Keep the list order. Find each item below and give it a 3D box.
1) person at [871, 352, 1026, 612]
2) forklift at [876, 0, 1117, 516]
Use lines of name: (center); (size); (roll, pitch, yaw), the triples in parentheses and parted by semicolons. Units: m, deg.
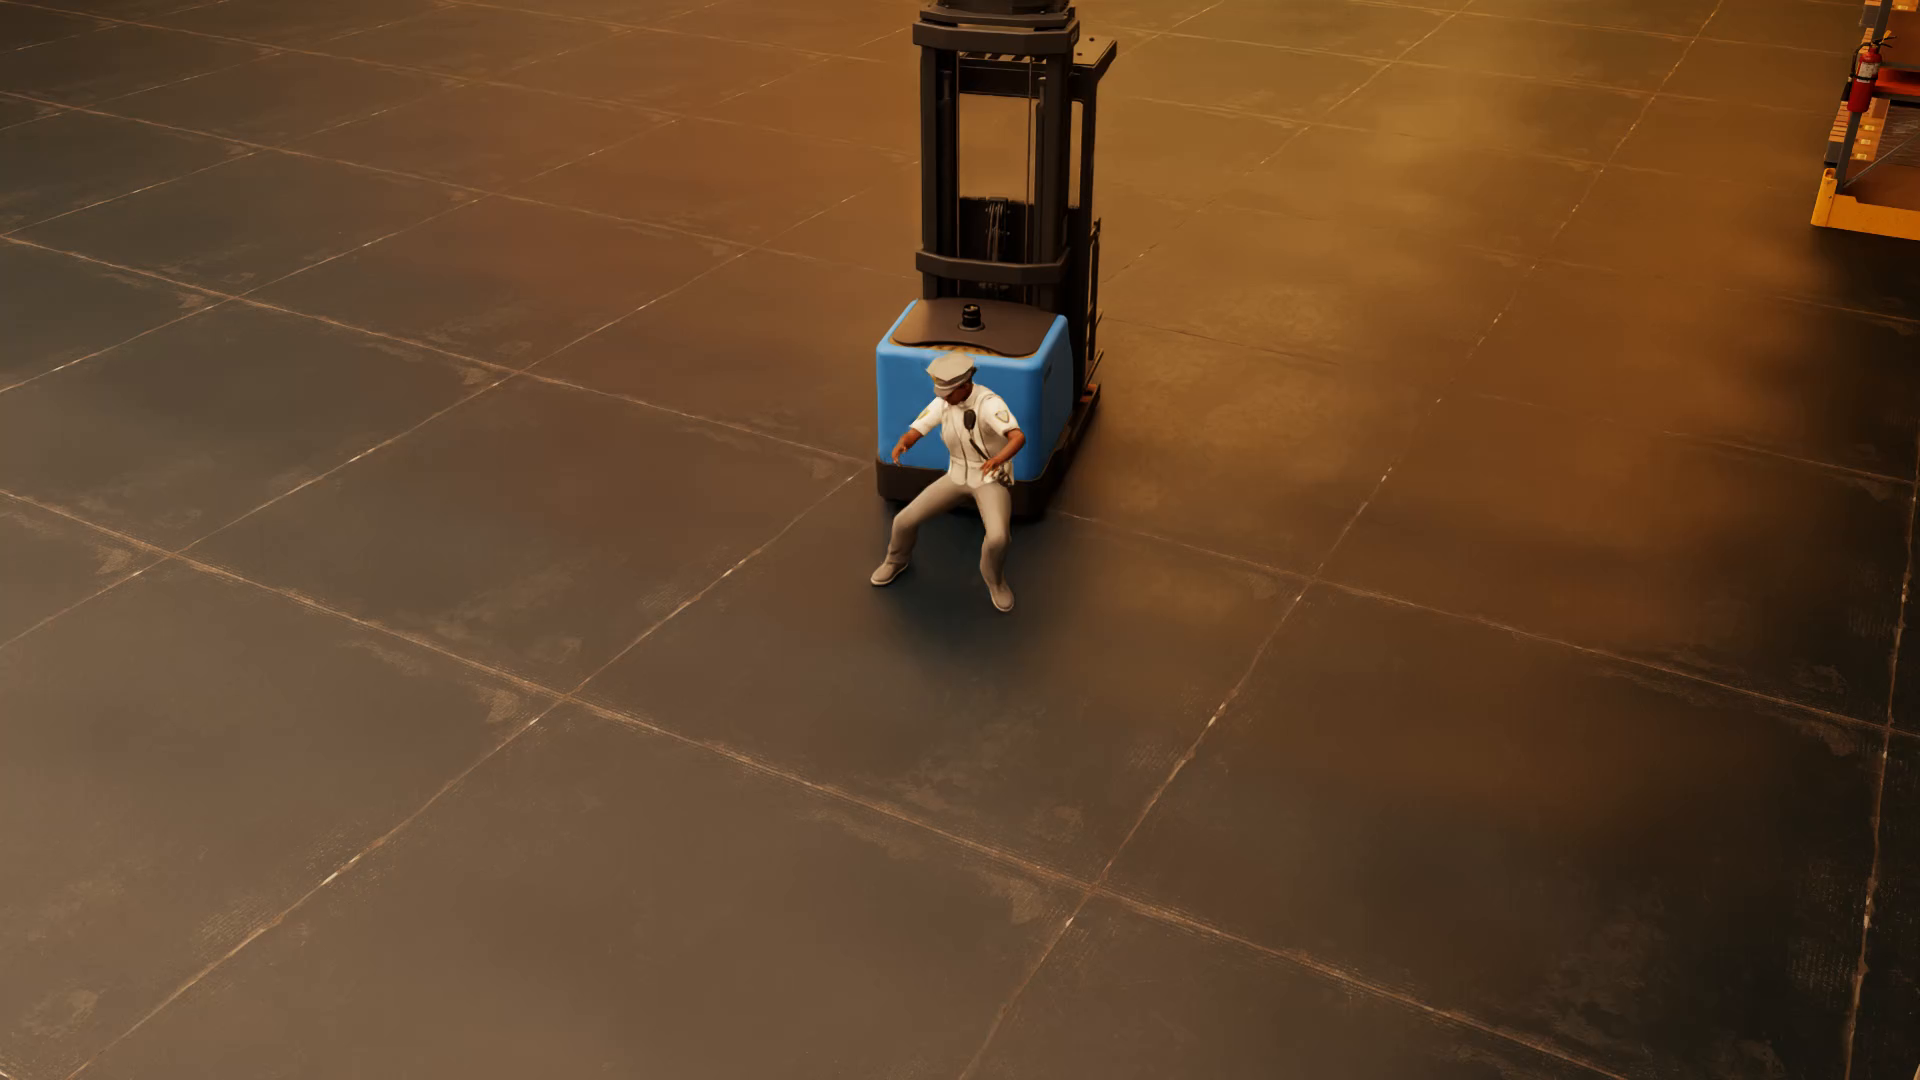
person: (-0.051, -0.303, 9.111); (0.927, 1.409, 0.739); (22, 36, 33)
forklift: (0.358, -2.140, 10.778); (1.130, 2.935, 3.031); (8, 31, 13)
